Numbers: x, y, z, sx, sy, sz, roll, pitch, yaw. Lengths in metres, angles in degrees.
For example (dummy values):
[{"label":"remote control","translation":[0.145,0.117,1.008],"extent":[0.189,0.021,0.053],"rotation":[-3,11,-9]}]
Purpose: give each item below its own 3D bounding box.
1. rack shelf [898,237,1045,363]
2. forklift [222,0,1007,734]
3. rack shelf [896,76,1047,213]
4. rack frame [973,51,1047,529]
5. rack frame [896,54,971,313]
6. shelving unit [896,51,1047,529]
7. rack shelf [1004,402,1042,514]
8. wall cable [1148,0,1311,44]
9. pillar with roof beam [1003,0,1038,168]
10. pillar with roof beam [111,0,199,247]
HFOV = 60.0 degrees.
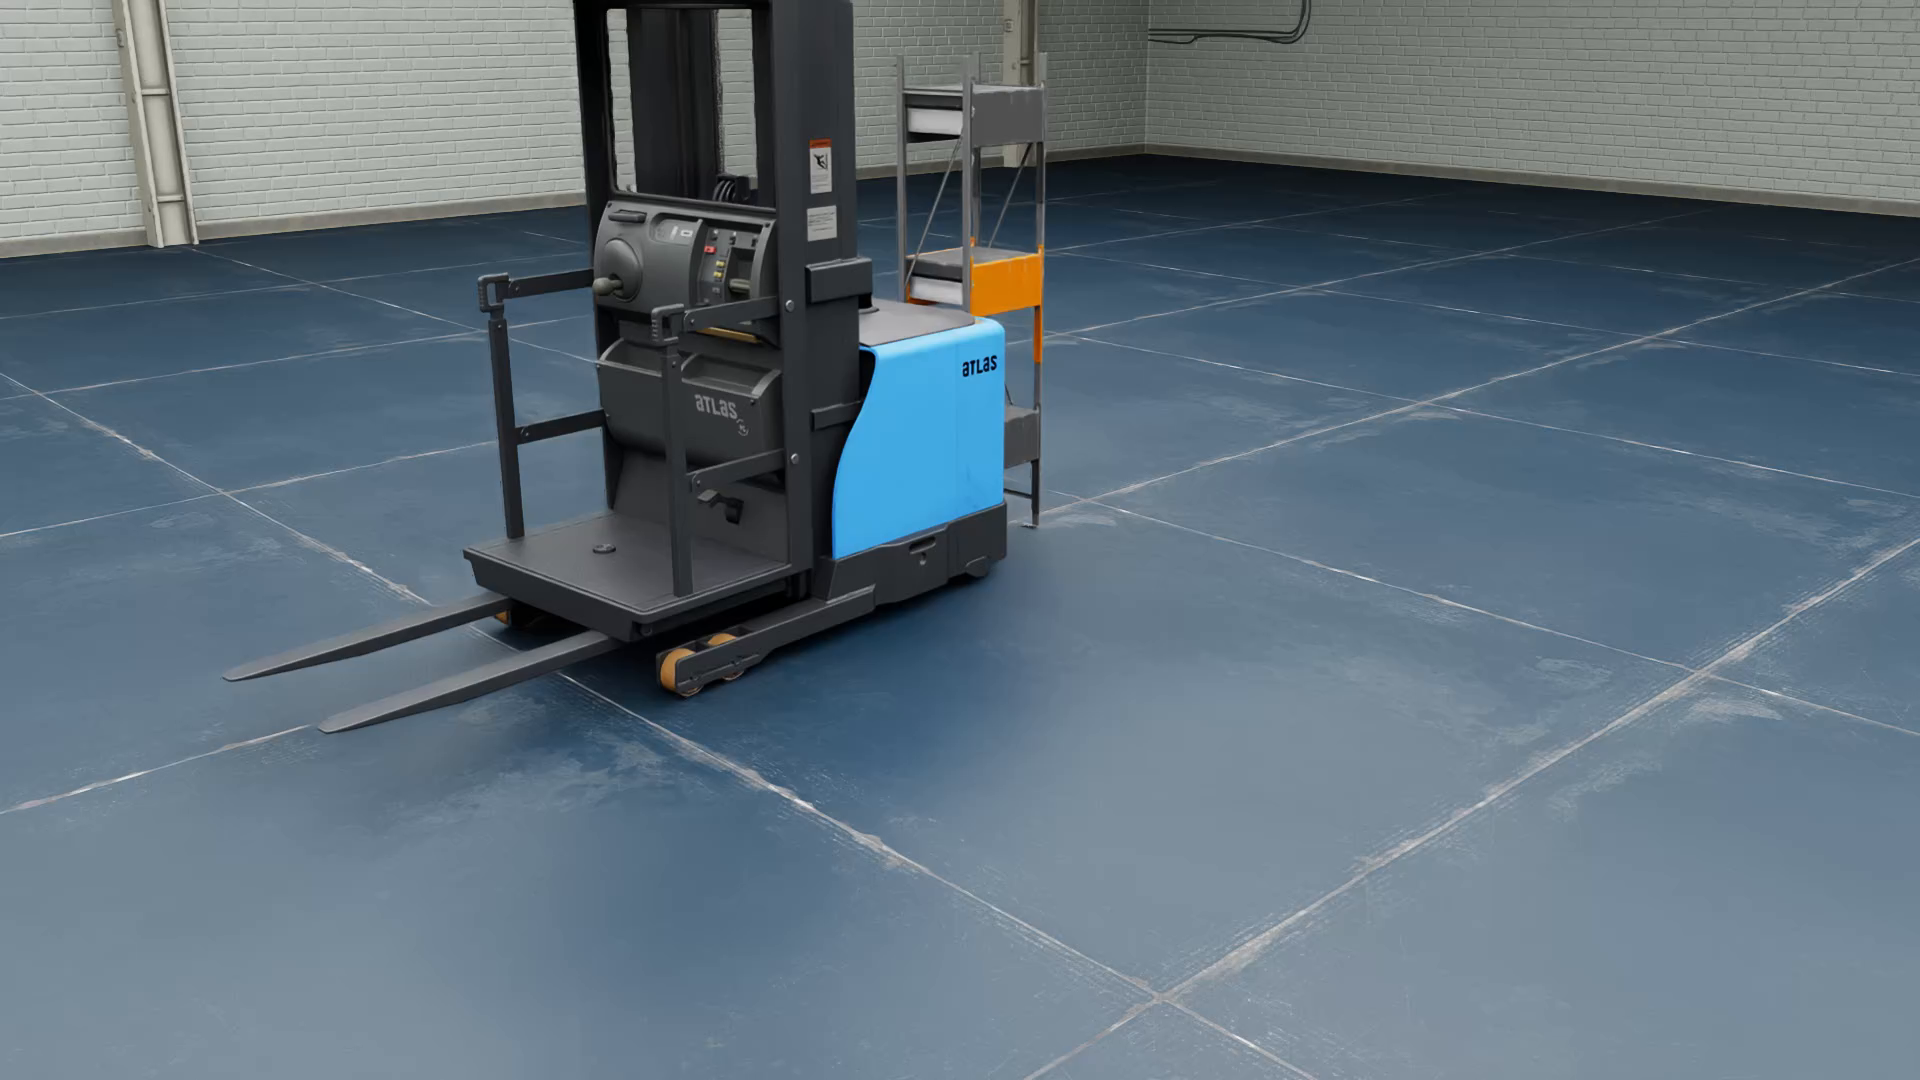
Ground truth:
[{"label":"rack shelf","translation":[0.051,-1.020,7.271],"extent":[0.431,0.518,0.480],"rotation":[15,23,39]},{"label":"forklift","translation":[-1.151,-1.023,5.889],"extent":[1.130,2.935,3.031],"rotation":[15,23,39]},{"label":"rack shelf","translation":[0.051,-1.686,7.055],"extent":[0.431,0.518,0.480],"rotation":[15,23,39]},{"label":"rack frame","translation":[0.212,-1.090,7.441],"extent":[0.400,2.100,0.015],"rotation":[15,23,39]},{"label":"rack frame","translation":[-0.110,-0.976,7.092],"extent":[0.400,2.100,0.015],"rotation":[15,23,39]},{"label":"shelving unit","translation":[0.051,-1.033,7.266],"extent":[0.431,2.100,0.503],"rotation":[15,23,39]},{"label":"rack shelf","translation":[0.051,-0.354,7.487],"extent":[0.431,0.518,0.480],"rotation":[15,23,39]},{"label":"wall cable","translation":[3.918,-8.628,24.540],"extent":[0.112,2.526,3.097],"rotation":[-16,24,-41]},{"label":"pillar with roof beam","translation":[3.826,-8.813,20.075],"extent":[0.400,9.000,9.100],"rotation":[-16,24,-41]},{"label":"pillar with roof beam","translation":[-4.893,-6.270,12.232],"extent":[0.400,9.000,9.100],"rotation":[-16,24,-41]}]
